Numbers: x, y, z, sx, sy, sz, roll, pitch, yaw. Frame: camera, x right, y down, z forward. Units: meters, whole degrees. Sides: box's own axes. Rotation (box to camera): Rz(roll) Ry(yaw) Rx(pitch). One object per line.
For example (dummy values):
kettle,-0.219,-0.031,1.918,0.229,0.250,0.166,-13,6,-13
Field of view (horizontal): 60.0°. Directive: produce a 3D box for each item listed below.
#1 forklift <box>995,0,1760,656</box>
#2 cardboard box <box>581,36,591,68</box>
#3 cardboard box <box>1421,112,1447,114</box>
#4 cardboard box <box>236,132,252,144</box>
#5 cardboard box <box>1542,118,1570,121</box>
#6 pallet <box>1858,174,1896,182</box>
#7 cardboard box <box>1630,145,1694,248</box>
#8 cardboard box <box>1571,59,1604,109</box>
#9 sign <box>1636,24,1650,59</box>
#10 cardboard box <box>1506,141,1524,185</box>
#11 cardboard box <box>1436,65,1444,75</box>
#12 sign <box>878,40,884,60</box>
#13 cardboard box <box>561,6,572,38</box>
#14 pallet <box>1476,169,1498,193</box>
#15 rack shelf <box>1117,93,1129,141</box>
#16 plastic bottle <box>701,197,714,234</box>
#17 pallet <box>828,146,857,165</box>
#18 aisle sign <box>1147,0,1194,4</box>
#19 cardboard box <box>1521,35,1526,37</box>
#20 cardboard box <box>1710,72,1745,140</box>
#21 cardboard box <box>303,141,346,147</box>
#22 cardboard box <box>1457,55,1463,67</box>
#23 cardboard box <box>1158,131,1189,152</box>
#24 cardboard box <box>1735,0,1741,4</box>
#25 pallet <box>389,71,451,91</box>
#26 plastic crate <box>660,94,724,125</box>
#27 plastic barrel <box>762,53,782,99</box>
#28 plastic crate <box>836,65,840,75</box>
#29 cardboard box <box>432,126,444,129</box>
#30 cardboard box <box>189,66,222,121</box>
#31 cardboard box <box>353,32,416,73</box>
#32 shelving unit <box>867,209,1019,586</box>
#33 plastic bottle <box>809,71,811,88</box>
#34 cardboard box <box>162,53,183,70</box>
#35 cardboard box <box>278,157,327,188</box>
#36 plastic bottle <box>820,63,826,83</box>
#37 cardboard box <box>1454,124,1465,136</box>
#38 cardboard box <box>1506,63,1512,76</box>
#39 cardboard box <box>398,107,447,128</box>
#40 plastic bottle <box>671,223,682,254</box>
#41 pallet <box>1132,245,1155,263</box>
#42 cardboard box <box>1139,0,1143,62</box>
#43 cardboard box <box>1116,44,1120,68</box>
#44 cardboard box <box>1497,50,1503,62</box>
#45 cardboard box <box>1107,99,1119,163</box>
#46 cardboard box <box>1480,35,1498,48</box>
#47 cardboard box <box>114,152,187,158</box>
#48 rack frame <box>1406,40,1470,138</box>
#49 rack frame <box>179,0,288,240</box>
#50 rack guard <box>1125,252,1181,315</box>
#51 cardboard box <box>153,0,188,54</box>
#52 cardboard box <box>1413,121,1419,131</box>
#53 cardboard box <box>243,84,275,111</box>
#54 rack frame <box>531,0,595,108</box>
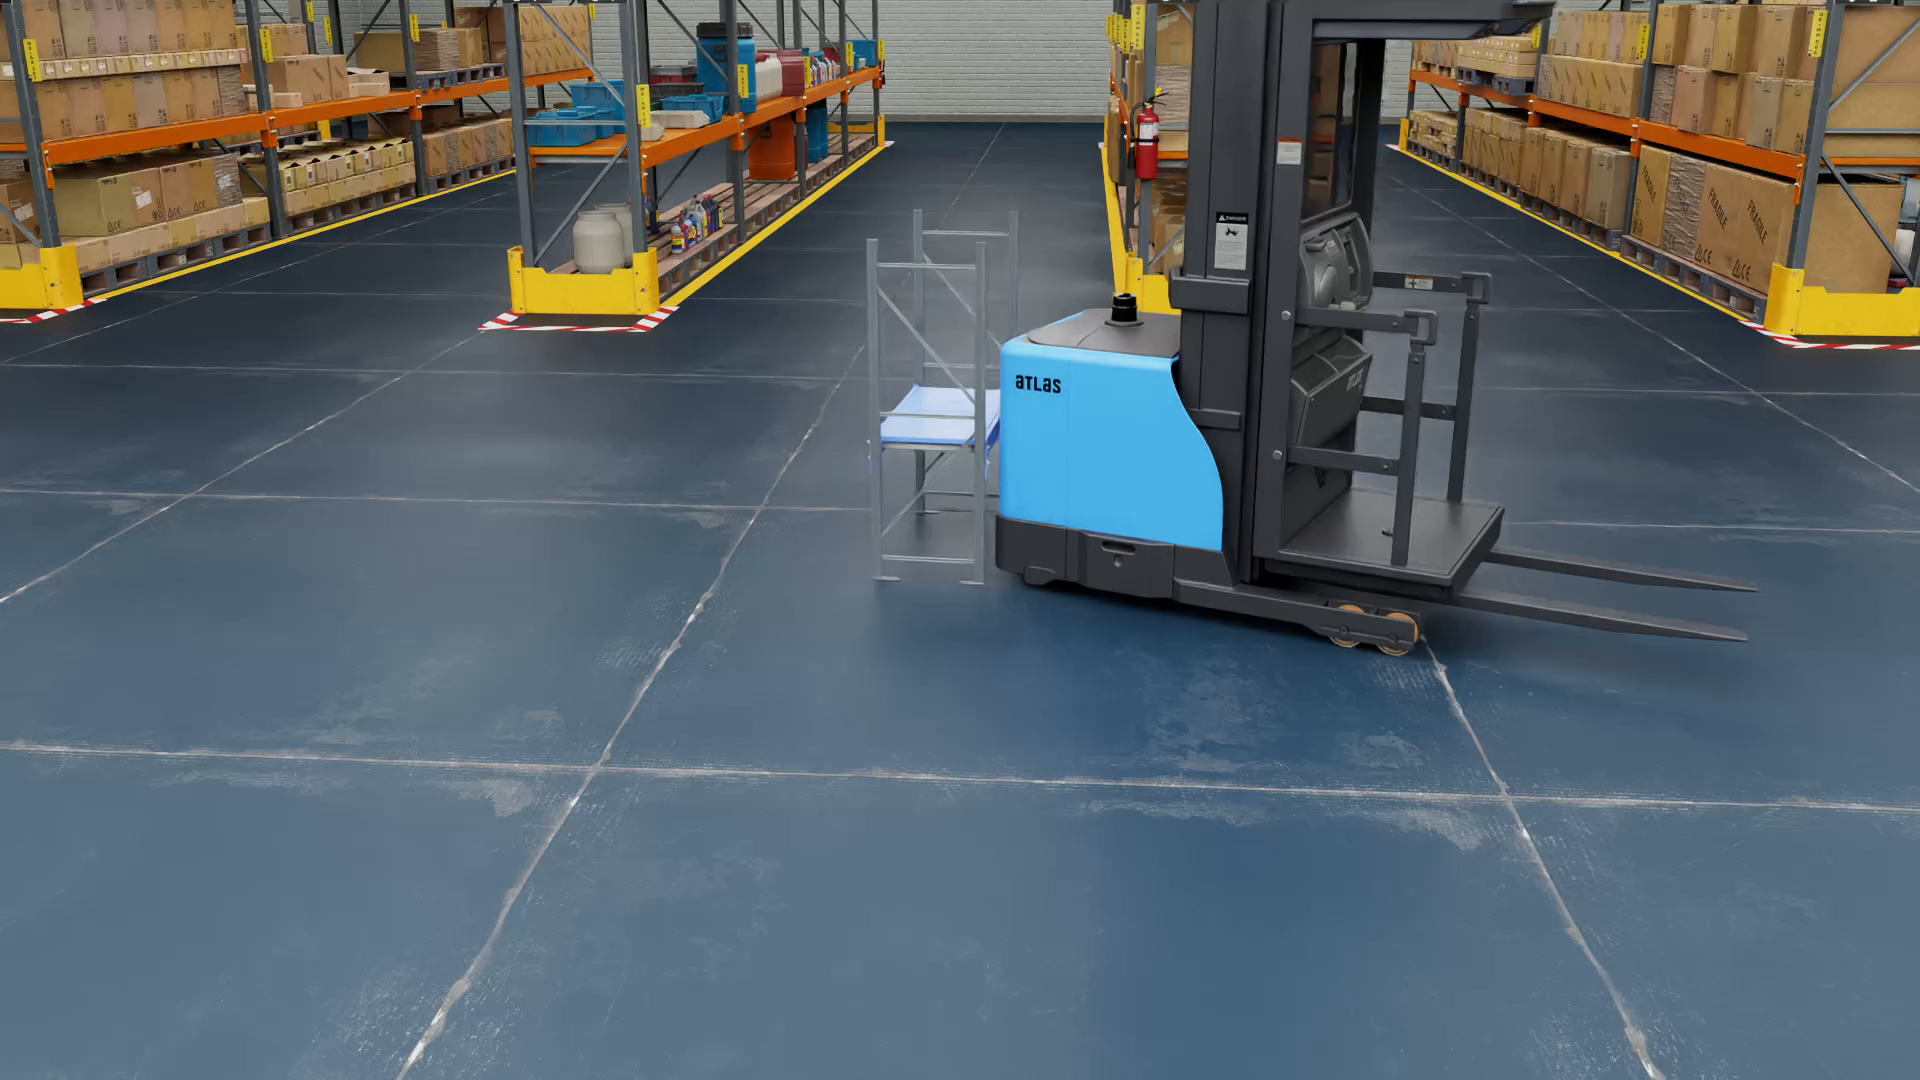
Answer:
forklift,1.703,-1.126,6.653,3.031,2.935,1.130,9,20,26
cardboard box,-6.589,-8.276,28.203,0.500,0.500,0.500,2,18,6
cardboard box,7.716,-6.893,27.092,0.380,0.149,0.250,2,18,5
cardboard box,-11.861,-6.639,26.705,0.700,0.500,0.500,1,18,3
cardboard box,7.746,-5.259,21.291,0.500,0.250,0.500,1,18,3
pallet,12.585,-4.742,22.055,1.003,0.211,1.213,1,18,4
cardboard box,7.017,-3.279,15.849,0.875,0.875,0.875,2,18,5
cardboard box,7.009,-4.970,18.112,0.500,0.500,0.500,1,18,3
sign,6.590,-4.804,16.035,0.100,0.325,0.005,1,18,4
cardboard box,7.205,-4.747,20.932,0.500,0.500,0.500,1,18,4
cardboard box,7.533,-7.229,25.570,0.380,0.149,0.250,2,18,5
sign,-1.338,-8.332,28.273,0.100,0.325,0.005,1,18,4
cardboard box,-6.654,-8.434,27.079,0.500,0.500,0.500,2,18,5
pallet,7.566,-4.820,22.294,1.003,0.211,1.213,1,18,4
rack shelf,2.335,-4.704,18.616,1.077,0.370,4.000,1,18,4
plastic bottle,-2.521,-3.219,16.478,0.144,0.351,0.185,0,18,1
pallet,-2.161,-5.924,25.663,1.003,0.211,1.213,1,18,4
aisle sign,1.601,-4.405,12.374,0.394,0.787,0.004,1,18,4
cardboard box,7.814,-6.756,22.497,0.380,0.149,0.250,1,18,4
cardboard box,7.006,-3.736,14.265,0.875,0.550,0.500,1,18,4
cardboard box,-7.762,-4.729,20.379,0.500,0.311,0.500,1,18,3
cardboard box,7.218,-6.735,23.389,0.380,0.149,0.250,0,18,1
cardboard box,1.720,-3.156,13.141,0.380,0.149,0.250,1,18,4
cardboard box,12.635,-8.657,26.718,0.380,0.149,0.250,2,18,5
pallet,-7.423,-6.010,21.756,1.213,0.211,1.003,1,18,4
plastic crate,-2.557,-4.115,15.902,0.499,0.251,0.616,1,18,4
plastic barrel,-2.322,-5.506,19.731,0.421,0.512,0.421,0,18,0
plastic crate,-1.999,-7.064,24.992,0.396,0.136,0.243,1,18,4
cardboard box,-7.500,-5.530,23.290,0.500,0.500,0.500,1,18,2
cardboard box,-7.746,-4.392,16.350,0.700,0.500,0.500,1,18,3
cardboard box,-7.469,-6.334,21.602,0.700,0.500,0.500,-5,19,-15
shelving unit,-0.056,-0.684,7.601,0.538,1.500,1.048,3,18,9
plastic bottle,-2.003,-6.105,21.925,0.061,0.283,0.133,1,18,4
cardboard box,-7.587,-4.519,15.695,0.380,0.149,0.250,2,18,5
cardboard box,-7.370,-4.084,18.411,0.500,0.311,0.500,1,18,3
plastic bottle,-1.953,-6.519,23.201,0.152,0.276,0.135,1,18,4
cardboard box,7.471,-6.011,24.399,0.380,0.149,0.250,2,18,5
cardboard box,7.015,-5.845,20.674,0.380,0.149,0.250,1,18,4
cardboard box,-7.500,-5.898,23.209,0.500,0.250,0.500,1,18,3
plastic bottle,-2.594,-2.761,15.208,0.097,0.271,0.097,0,18,0
pallet,2.094,-2.510,15.245,1.003,0.211,1.213,1,18,4
cardboard box,1.728,-4.178,13.612,0.500,0.500,0.500,1,18,4
cardboard box,2.483,-6.819,23.757,0.500,0.500,0.500,1,18,4
cardboard box,7.052,-6.152,21.133,0.380,0.149,0.250,1,18,4
cardboard box,2.676,-5.622,23.002,1.225,0.875,0.875,1,18,2
cardboard box,7.127,-6.616,22.071,0.380,0.149,0.250,2,18,6
cardboard box,-8.062,-3.604,16.640,0.500,0.500,0.500,1,18,4
rack frame,7.992,-8.009,27.549,1.000,3.000,0.127,1,18,4
rack frame,-7.689,-4.647,17.287,1.000,3.000,0.127,1,18,4
rack guard,1.910,-2.018,13.279,1.175,0.500,0.348,1,18,4
cardboard box,-7.786,-4.860,15.695,0.700,0.500,0.500,1,18,4
cardboard box,7.622,-6.755,27.147,0.380,0.149,0.250,1,18,4
cardboard box,-7.697,-4.729,17.780,0.500,0.250,0.500,2,18,7
rack frame,-6.829,-8.374,28.661,1.000,3.000,0.127,1,18,4
